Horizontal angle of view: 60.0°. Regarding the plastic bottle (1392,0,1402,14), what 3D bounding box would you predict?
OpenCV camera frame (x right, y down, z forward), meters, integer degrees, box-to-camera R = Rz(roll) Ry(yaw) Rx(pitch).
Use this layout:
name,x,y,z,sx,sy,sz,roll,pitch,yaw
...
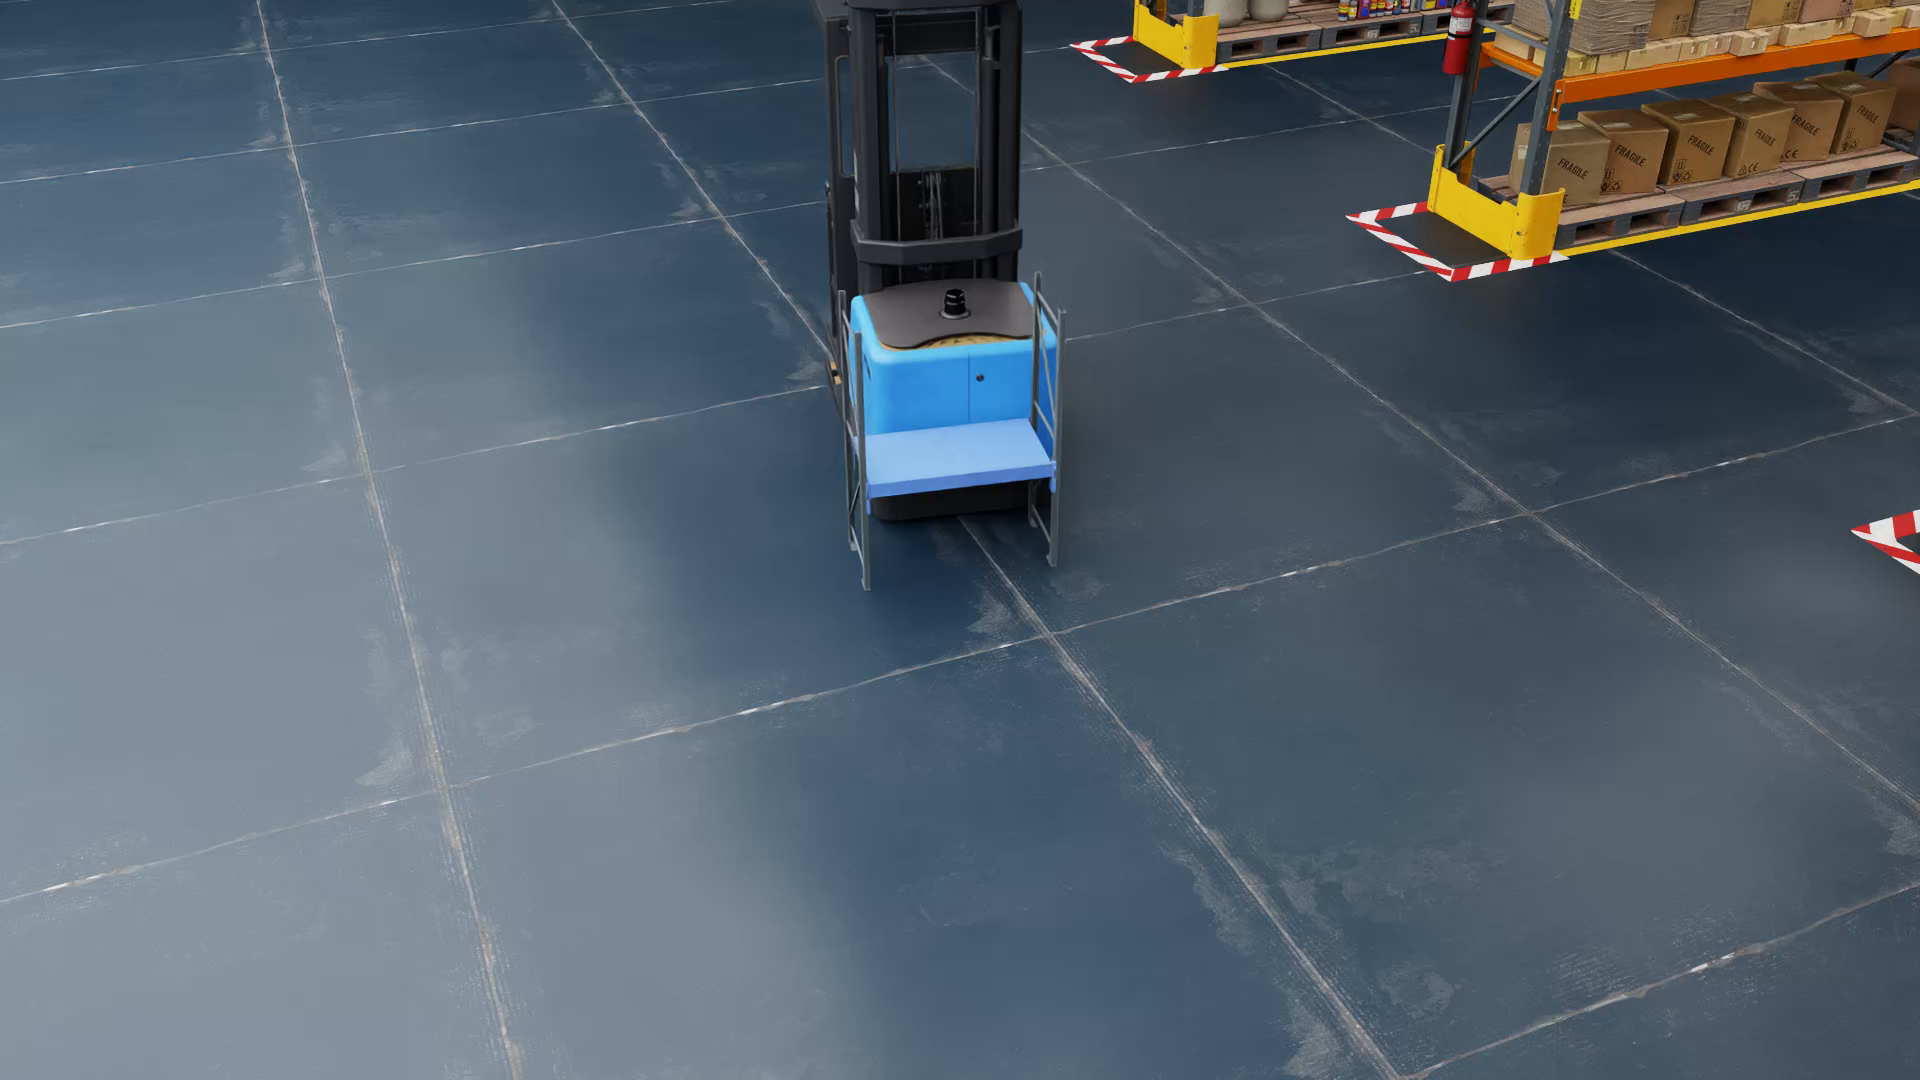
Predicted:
name,x,y,z,sx,sy,sz,roll,pitch,yaw
plastic bottle,4.477,-5.531,17.017,0.097,0.271,0.097,0,33,0

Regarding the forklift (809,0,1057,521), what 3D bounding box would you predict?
name,x,y,z,sx,sy,sz,roll,pitch,yaw
forklift,-0.249,-2.131,9.755,1.130,2.935,3.031,-6,34,-10

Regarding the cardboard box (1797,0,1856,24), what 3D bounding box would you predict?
name,x,y,z,sx,sy,sz,roll,pitch,yaw
cardboard box,6.359,-4.341,12.724,0.500,0.500,0.875,-13,35,-19

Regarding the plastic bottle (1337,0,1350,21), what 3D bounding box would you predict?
name,x,y,z,sx,sy,sz,roll,pitch,yaw
plastic bottle,3.881,-5.395,16.808,0.097,0.271,0.097,0,33,0

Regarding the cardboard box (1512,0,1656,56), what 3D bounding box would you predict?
name,x,y,z,sx,sy,sz,roll,pitch,yaw
cardboard box,4.524,-3.907,12.057,0.500,0.500,0.875,-13,35,-19

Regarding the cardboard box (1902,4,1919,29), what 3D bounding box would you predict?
name,x,y,z,sx,sy,sz,roll,pitch,yaw
cardboard box,7.376,-4.136,13.004,0.250,0.149,0.380,-13,35,-19

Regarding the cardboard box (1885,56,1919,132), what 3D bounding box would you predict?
name,x,y,z,sx,sy,sz,roll,pitch,yaw
cardboard box,8.269,-3.738,14.051,0.500,0.500,0.700,-16,36,-23

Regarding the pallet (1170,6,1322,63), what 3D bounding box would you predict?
name,x,y,z,sx,sy,sz,roll,pitch,yaw
pallet,2.892,-5.168,16.917,1.213,0.211,1.003,-13,35,-19

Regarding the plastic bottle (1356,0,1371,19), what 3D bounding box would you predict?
name,x,y,z,sx,sy,sz,roll,pitch,yaw
plastic bottle,4.097,-5.439,16.864,0.133,0.283,0.061,-12,35,-18

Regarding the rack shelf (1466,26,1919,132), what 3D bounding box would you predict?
name,x,y,z,sx,sy,sz,roll,pitch,yaw
rack shelf,5.851,-3.758,12.853,4.000,0.370,1.077,-13,35,-19

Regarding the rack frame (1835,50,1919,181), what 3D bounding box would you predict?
name,x,y,z,sx,sy,sz,roll,pitch,yaw
rack frame,7.695,-4.482,13.306,0.127,3.000,1.000,-13,35,-19

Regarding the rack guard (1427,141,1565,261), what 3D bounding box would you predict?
name,x,y,z,sx,sy,sz,roll,pitch,yaw
rack guard,4.077,-2.606,12.715,0.348,0.500,1.175,-13,35,-19

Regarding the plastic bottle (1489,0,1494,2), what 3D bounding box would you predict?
name,x,y,z,sx,sy,sz,roll,pitch,yaw
plastic bottle,5.563,-5.751,17.419,0.097,0.201,0.097,0,33,0

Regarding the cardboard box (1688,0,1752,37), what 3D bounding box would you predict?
name,x,y,z,sx,sy,sz,roll,pitch,yaw
cardboard box,5.417,-4.156,12.441,0.500,0.500,0.875,-13,35,-19

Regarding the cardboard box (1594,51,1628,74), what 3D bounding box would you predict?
name,x,y,z,sx,sy,sz,roll,pitch,yaw
cardboard box,4.600,-3.516,12.051,0.250,0.149,0.380,-13,35,-19

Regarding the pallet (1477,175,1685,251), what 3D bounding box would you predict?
name,x,y,z,sx,sy,sz,roll,pitch,yaw
pallet,4.839,-2.639,13.030,1.213,0.211,1.003,-13,35,-19

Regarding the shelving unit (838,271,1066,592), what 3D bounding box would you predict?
name,x,y,z,sx,sy,sz,roll,pitch,yaw
shelving unit,-0.045,-0.554,8.644,1.048,1.500,0.538,-7,34,-11

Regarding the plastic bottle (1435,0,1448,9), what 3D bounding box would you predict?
name,x,y,z,sx,sy,sz,roll,pitch,yaw
plastic bottle,4.984,-5.642,17.176,0.133,0.283,0.061,-11,35,-16

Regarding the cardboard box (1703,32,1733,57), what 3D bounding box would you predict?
name,x,y,z,sx,sy,sz,roll,pitch,yaw
cardboard box,5.512,-3.740,12.396,0.250,0.149,0.380,-13,35,-19

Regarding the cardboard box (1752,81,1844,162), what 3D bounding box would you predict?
name,x,y,z,sx,sy,sz,roll,pitch,yaw
cardboard box,6.785,-3.421,13.583,0.500,0.500,0.500,-2,33,-4

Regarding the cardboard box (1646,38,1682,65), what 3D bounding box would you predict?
name,x,y,z,sx,sy,sz,roll,pitch,yaw
cardboard box,5.058,-3.624,12.218,0.250,0.149,0.380,-13,35,-19

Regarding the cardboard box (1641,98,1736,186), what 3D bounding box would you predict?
name,x,y,z,sx,sy,sz,roll,pitch,yaw
cardboard box,5.711,-3.155,13.174,0.500,0.500,0.500,-10,34,-14

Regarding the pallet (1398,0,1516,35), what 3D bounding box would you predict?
name,x,y,z,sx,sy,sz,roll,pitch,yaw
pallet,5.142,-5.683,17.709,1.213,0.211,1.003,-13,35,-19

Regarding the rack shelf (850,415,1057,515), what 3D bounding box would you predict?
name,x,y,z,sx,sy,sz,roll,pitch,yaw
rack shelf,-0.045,-0.403,8.742,1.000,0.185,0.538,-7,34,-11

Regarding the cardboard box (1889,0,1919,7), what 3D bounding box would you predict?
name,x,y,z,sx,sy,sz,roll,pitch,yaw
cardboard box,7.256,-4.585,13.100,0.500,0.500,0.875,-13,35,-19

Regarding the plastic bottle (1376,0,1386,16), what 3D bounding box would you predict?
name,x,y,z,sx,sy,sz,roll,pitch,yaw
plastic bottle,4.290,-5.489,16.951,0.097,0.271,0.097,0,33,0

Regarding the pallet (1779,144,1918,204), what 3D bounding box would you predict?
name,x,y,z,sx,sy,sz,roll,pitch,yaw
pallet,7.089,-3.154,13.821,1.213,0.211,1.003,-13,35,-19

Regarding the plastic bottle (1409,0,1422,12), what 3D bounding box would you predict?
name,x,y,z,sx,sy,sz,roll,pitch,yaw
plastic bottle,4.669,-5.594,17.108,0.135,0.276,0.152,-12,35,-18

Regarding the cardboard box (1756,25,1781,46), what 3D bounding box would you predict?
name,x,y,z,sx,sy,sz,roll,pitch,yaw
cardboard box,5.961,-3.860,12.580,0.250,0.149,0.380,-13,35,-19

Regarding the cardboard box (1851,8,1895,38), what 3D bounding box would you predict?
name,x,y,z,sx,sy,sz,roll,pitch,yaw
cardboard box,6.935,-4.004,12.802,0.250,0.149,0.380,-13,35,-19

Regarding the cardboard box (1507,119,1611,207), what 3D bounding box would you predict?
name,x,y,z,sx,sy,sz,roll,pitch,yaw
cardboard box,4.589,-2.889,12.765,0.500,0.500,0.500,-7,34,-10

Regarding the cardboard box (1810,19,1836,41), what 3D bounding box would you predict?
name,x,y,z,sx,sy,sz,roll,pitch,yaw
cardboard box,6.438,-3.945,12.711,0.250,0.149,0.380,-13,35,-19

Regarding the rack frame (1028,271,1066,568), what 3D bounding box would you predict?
name,x,y,z,sx,sy,sz,roll,pitch,yaw
rack frame,0.451,-0.615,8.738,0.032,1.500,0.500,-7,34,-11

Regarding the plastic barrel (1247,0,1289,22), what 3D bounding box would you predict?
name,x,y,z,sx,sy,sz,roll,pitch,yaw
plastic barrel,3.129,-5.545,16.835,0.421,0.512,0.421,0,33,0
